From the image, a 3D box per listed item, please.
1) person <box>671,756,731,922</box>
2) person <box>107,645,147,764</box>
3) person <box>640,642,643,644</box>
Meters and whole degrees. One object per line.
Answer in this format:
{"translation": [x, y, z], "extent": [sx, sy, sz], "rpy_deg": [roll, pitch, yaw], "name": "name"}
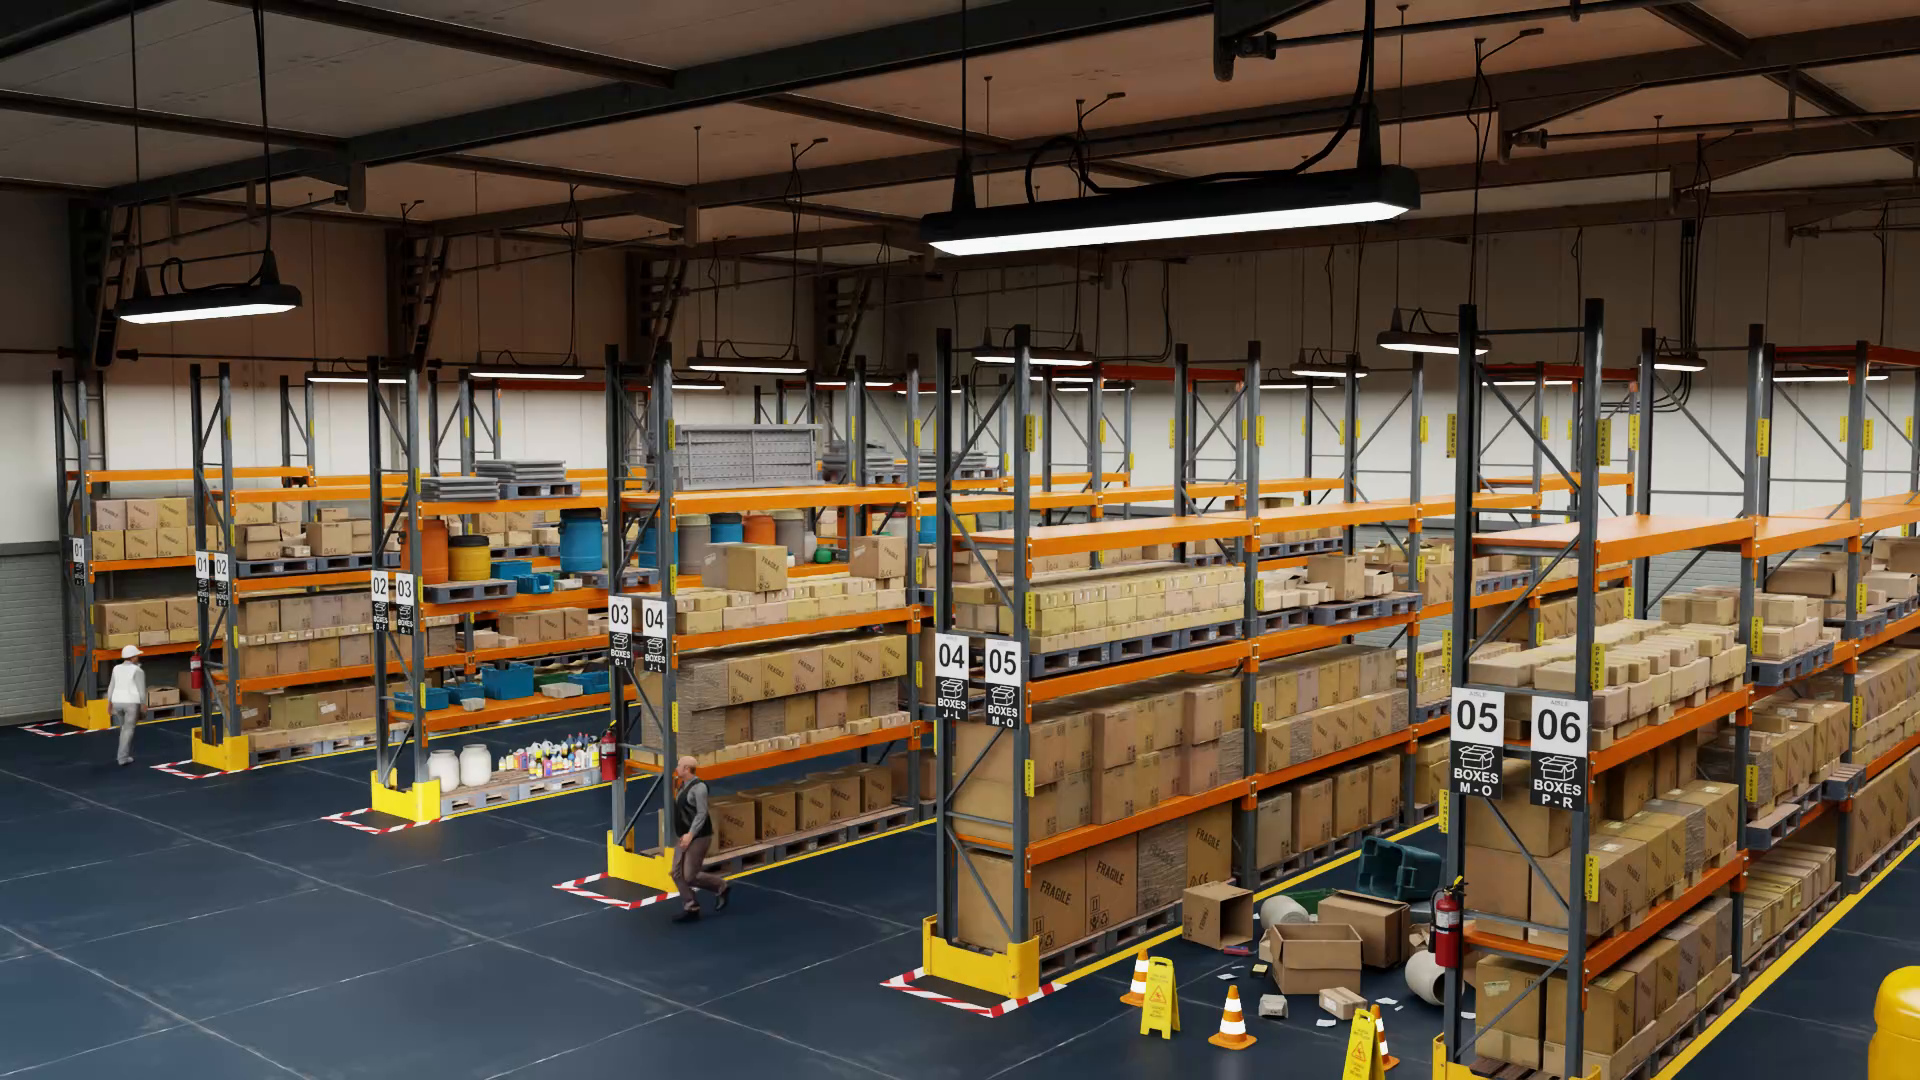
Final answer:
{"translation": [-2.723, 3.081, 17.272], "extent": [0.623, 1.695, 0.595], "rpy_deg": [-3, 5, -33], "name": "person"}
{"translation": [-12.538, 2.494, 25.035], "extent": [0.586, 1.808, 0.595], "rpy_deg": [0, 4, 5], "name": "person"}
{"translation": [-6.537, 1.842, 34.409], "extent": [0.517, 1.687, 0.468], "rpy_deg": [-3, 5, -35], "name": "person"}
